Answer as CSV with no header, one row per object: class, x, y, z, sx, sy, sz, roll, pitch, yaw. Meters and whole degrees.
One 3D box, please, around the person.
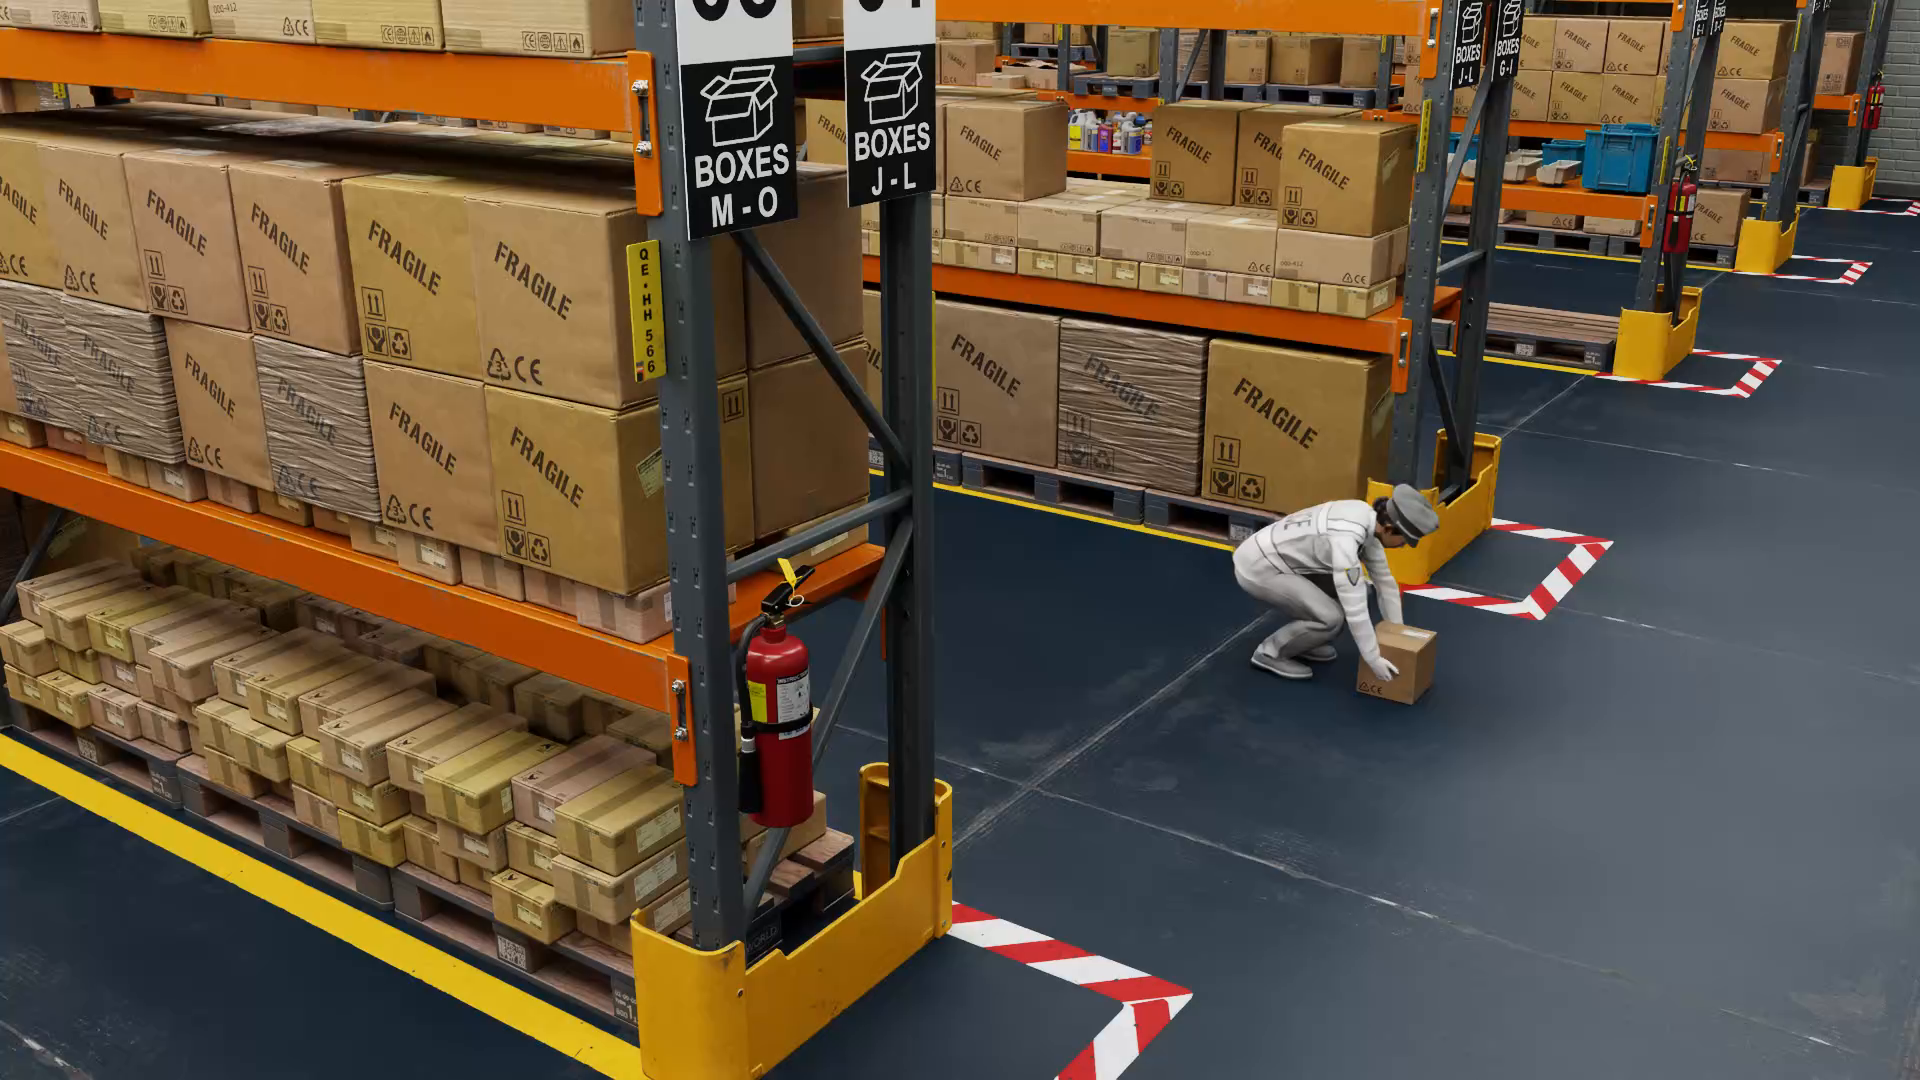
person,1.629,0.160,7.268,0.856,0.899,0.485,13,24,32
